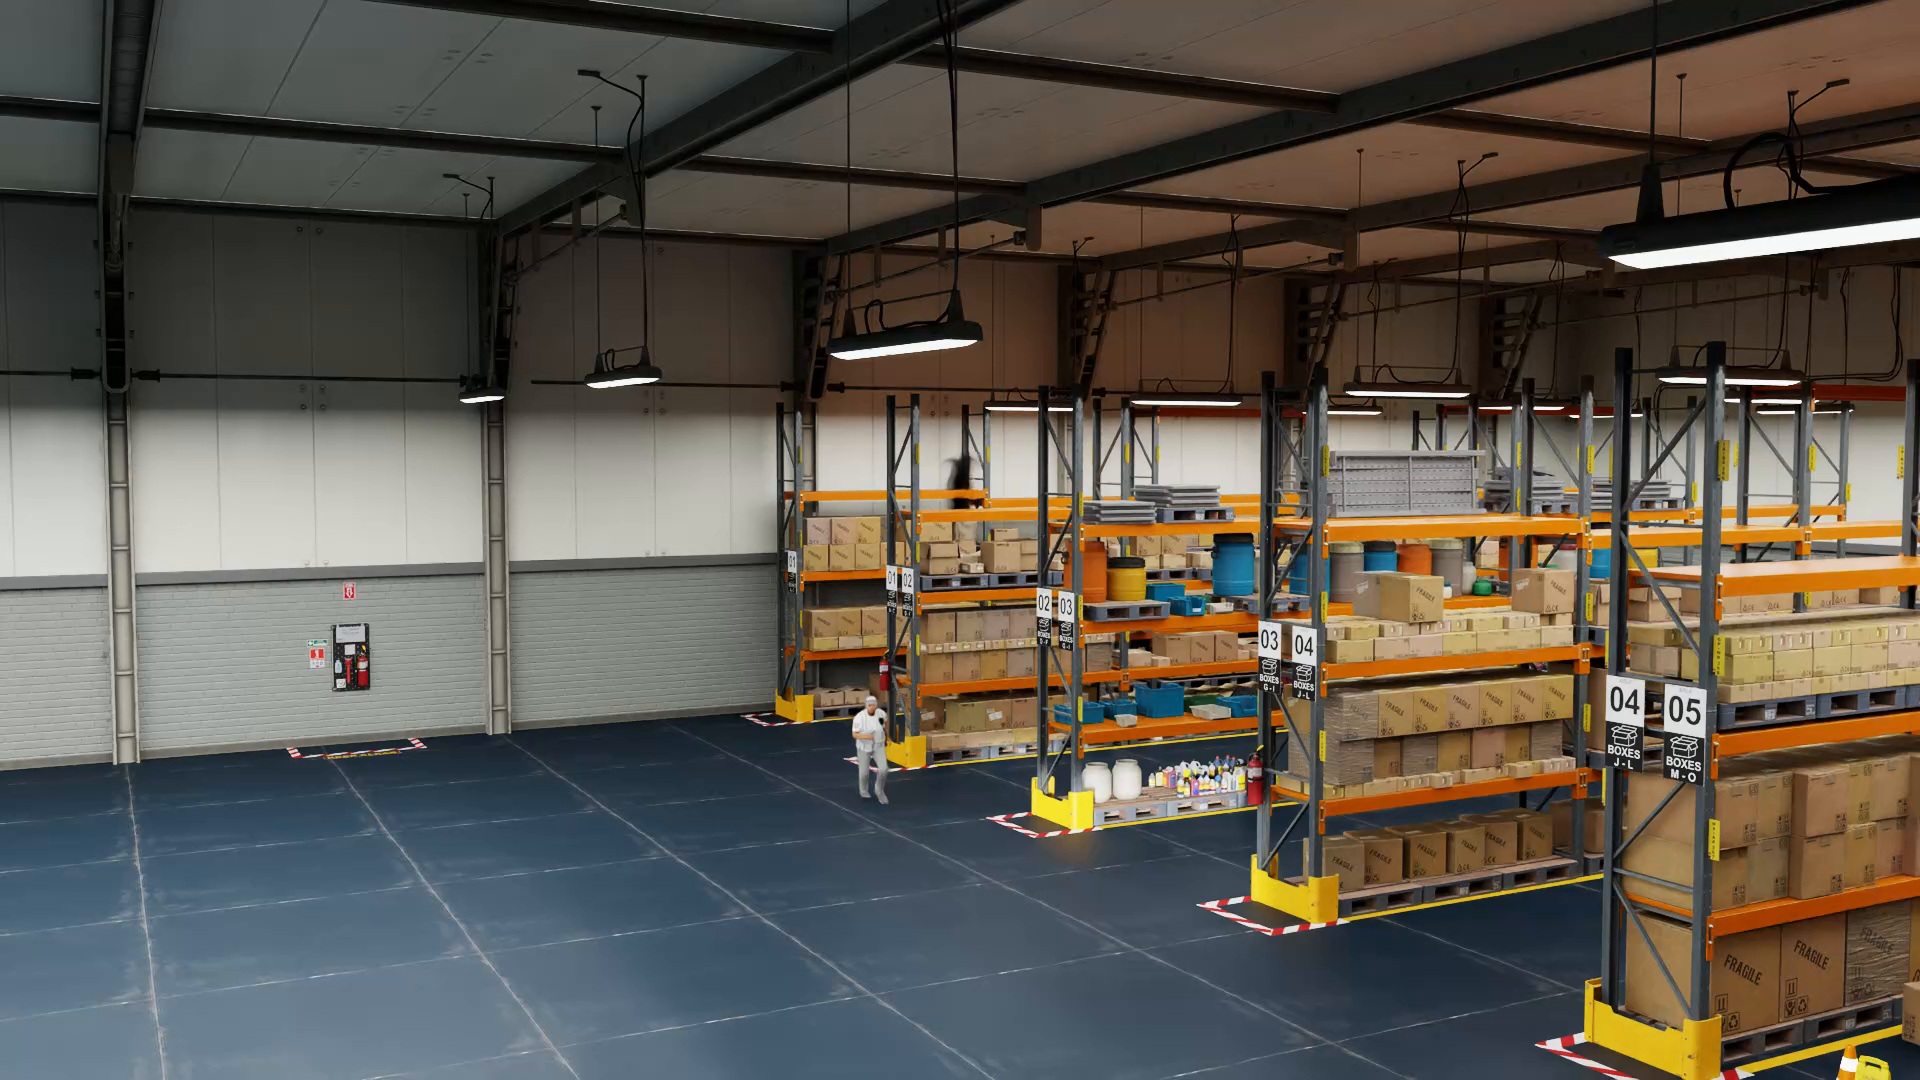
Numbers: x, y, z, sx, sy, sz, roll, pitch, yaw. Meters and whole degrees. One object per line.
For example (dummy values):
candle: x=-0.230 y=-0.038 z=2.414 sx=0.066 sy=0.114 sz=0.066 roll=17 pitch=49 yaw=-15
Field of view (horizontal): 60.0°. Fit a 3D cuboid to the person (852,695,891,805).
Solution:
person: x=-1.272 y=3.022 z=23.984 sx=0.604 sy=1.604 sz=0.929 roll=-1 pitch=3 yaw=-12
